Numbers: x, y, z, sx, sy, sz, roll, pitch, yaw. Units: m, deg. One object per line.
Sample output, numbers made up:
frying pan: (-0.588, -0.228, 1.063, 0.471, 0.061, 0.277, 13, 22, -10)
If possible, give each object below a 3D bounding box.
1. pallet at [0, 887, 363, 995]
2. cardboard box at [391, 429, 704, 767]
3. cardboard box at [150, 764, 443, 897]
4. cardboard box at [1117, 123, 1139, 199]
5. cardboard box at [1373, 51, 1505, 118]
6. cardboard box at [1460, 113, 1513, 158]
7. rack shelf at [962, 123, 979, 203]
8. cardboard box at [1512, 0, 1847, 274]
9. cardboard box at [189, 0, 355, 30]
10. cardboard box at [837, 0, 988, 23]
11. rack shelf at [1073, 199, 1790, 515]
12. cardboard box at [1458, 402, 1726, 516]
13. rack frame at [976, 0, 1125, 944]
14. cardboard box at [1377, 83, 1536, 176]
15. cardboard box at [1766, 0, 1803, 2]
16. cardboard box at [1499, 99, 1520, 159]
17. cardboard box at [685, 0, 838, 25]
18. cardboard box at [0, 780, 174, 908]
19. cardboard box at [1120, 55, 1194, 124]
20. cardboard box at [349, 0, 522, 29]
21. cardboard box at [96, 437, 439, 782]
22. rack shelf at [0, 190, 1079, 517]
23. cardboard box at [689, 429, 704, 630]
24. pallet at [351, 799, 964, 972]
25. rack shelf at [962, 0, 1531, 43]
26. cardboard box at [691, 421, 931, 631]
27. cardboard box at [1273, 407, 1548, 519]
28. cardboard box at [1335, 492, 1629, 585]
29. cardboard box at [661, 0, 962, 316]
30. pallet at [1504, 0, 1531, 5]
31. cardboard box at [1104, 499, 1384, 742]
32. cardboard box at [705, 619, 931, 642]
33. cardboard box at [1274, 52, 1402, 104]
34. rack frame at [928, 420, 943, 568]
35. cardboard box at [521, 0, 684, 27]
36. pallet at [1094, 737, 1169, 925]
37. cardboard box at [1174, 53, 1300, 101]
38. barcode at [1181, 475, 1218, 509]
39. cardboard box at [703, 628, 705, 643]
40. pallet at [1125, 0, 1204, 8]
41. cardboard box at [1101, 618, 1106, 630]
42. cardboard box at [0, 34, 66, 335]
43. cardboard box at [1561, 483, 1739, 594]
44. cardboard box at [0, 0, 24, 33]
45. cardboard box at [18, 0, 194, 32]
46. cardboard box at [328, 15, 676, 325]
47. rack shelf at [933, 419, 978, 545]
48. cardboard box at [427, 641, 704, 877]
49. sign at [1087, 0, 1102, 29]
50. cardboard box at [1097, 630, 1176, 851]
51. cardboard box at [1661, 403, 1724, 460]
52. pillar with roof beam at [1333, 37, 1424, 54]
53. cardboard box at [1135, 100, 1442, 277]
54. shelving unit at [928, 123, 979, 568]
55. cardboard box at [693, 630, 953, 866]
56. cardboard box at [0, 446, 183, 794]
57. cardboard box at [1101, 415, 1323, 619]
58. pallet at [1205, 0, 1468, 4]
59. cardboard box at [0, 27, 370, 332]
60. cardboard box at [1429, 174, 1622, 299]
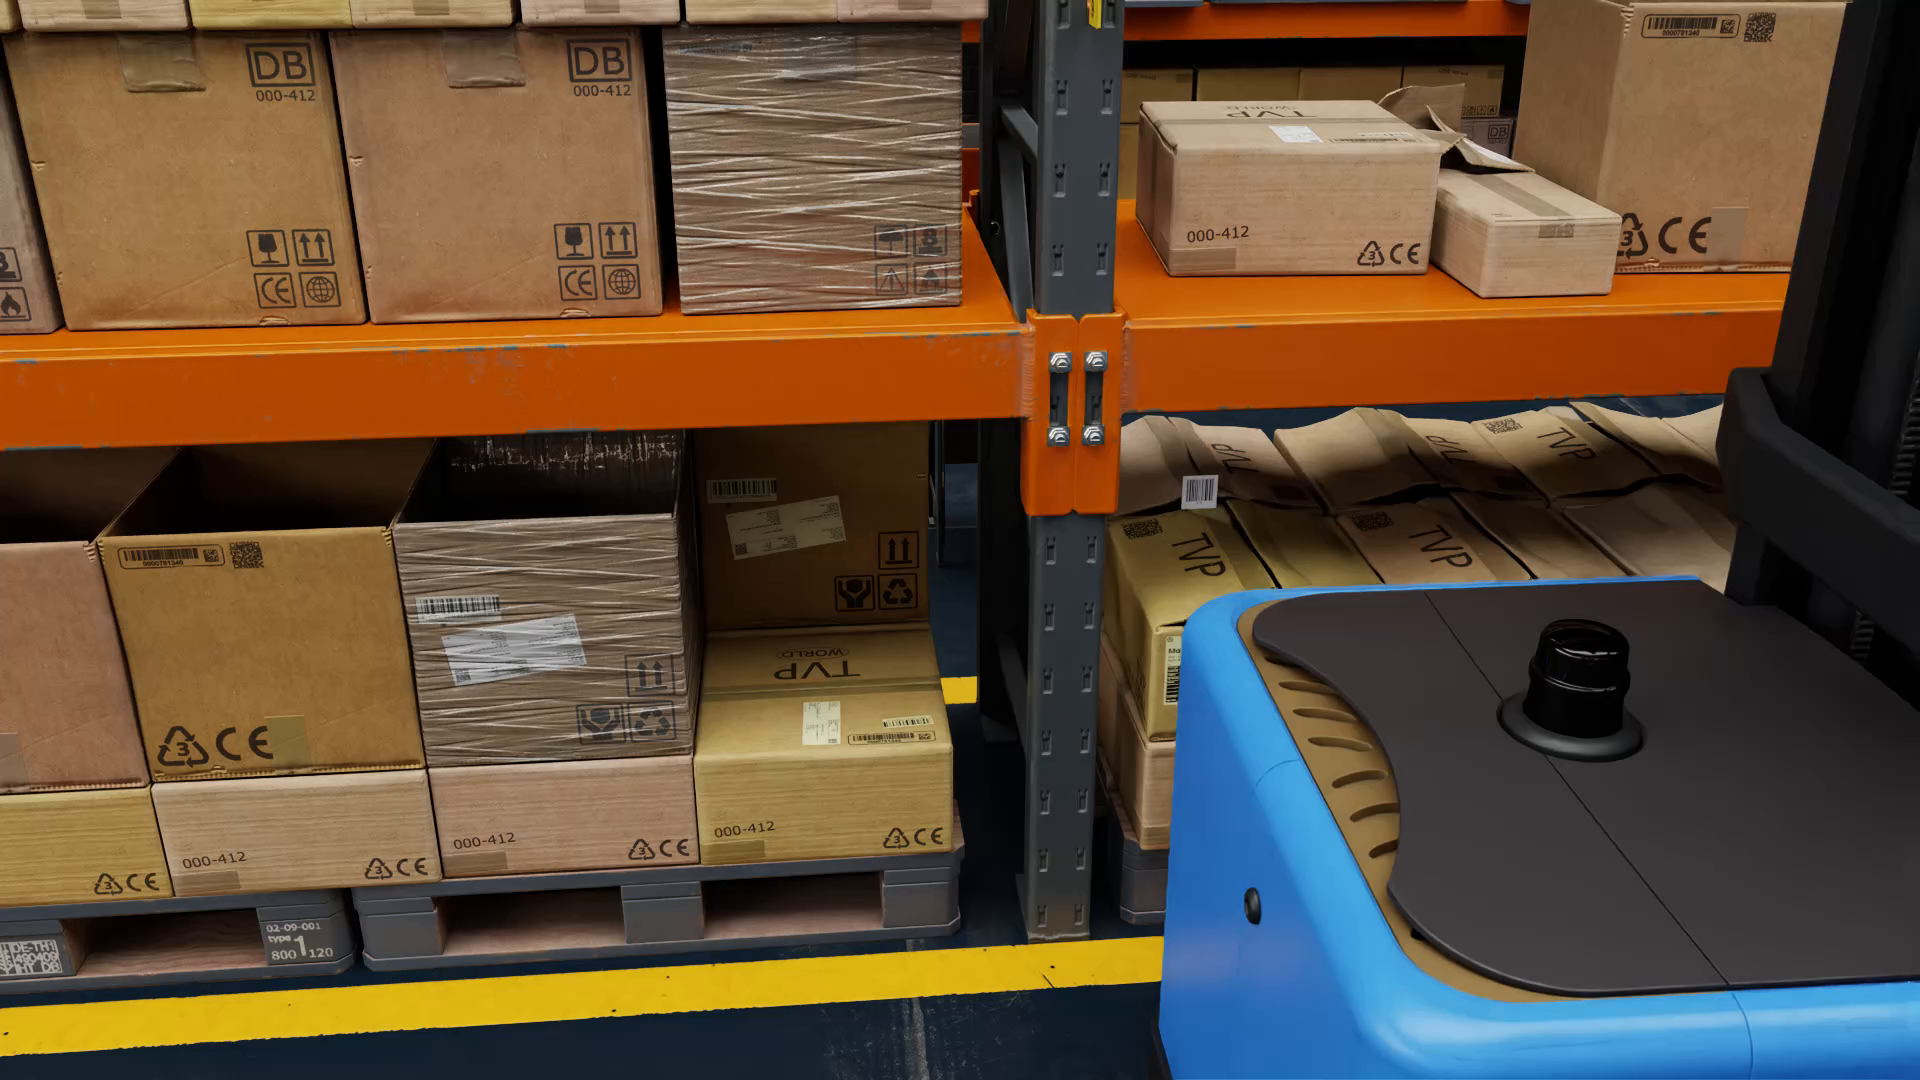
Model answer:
pallet: (-1.859, 0.589, 3.665, 1.213, 0.211, 1.003, -2, 24, -5)
cardboard box: (-0.785, 0.094, 3.291, 0.500, 0.500, 0.500, -2, 24, -5)
cardboard box: (-1.281, 0.463, 3.383, 0.500, 0.250, 0.500, -2, 24, -5)
cardboard box: (0.903, -1.888, 8.341, 0.500, 0.500, 0.700, -3, 24, -6)
cardboard box: (2.359, -2.266, 8.268, 0.500, 0.250, 0.500, -2, 24, -4)
cardboard box: (2.408, -1.947, 8.474, 0.500, 0.500, 0.700, -2, 24, -5)
rack shelf: (0.165, -0.954, 4.844, 0.480, 0.518, 0.431, -2, 24, -5)
cardboard box: (1.444, -0.841, 3.326, 0.500, 0.500, 0.500, -1, 24, -1)
cardboard box: (-1.108, -0.955, 2.783, 0.250, 0.149, 0.380, -2, 24, -5)
cardboard box: (-0.096, -0.995, 2.873, 0.250, 0.149, 0.380, -2, 24, -5)
rack shelf: (2.144, -0.501, 3.570, 4.000, 0.370, 1.077, -2, 24, -5)
cardboard box: (1.543, -0.116, 3.996, 0.500, 0.311, 0.500, -2, 24, -5)
rack frame: (0.154, -0.750, 3.245, 0.127, 3.000, 1.000, -2, 24, -5)
cardboard box: (1.011, -0.798, 3.518, 0.258, 0.266, 0.396, -3, 24, -6)
cardboard box: (1.942, -0.861, 3.371, 0.500, 0.500, 0.500, -2, 24, -5)
cardboard box: (2.933, -1.921, 8.414, 0.500, 0.500, 0.700, -2, 24, -4)
cardboard box: (-0.342, -0.986, 2.853, 0.250, 0.149, 0.380, -3, 24, -6)
cardboard box: (-1.778, 0.483, 3.338, 0.500, 0.250, 0.500, -2, 24, -5)
cardboard box: (0.832, -2.209, 8.139, 0.500, 0.250, 0.500, -3, 24, -6)
cardboard box: (-0.864, -0.963, 2.803, 0.250, 0.149, 0.380, -2, 24, -5)
cardboard box: (-1.282, 0.115, 3.242, 0.500, 0.500, 0.500, -2, 24, -5)
rack shelf: (-1.836, -0.342, 3.211, 4.000, 0.370, 1.077, -2, 24, -5)
cardboard box: (-0.835, -0.113, 3.756, 0.500, 0.500, 0.500, -2, 24, -5)
pallet: (-0.642, 0.539, 3.778, 1.213, 0.211, 1.003, -2, 24, -5)
rack shelf: (1.654, -2.503, 8.075, 4.000, 0.370, 1.077, -2, 24, -5)
cardboard box: (-0.338, -0.136, 3.808, 0.500, 0.500, 0.500, -2, 24, -5)
cardboard box: (1.046, -0.097, 3.953, 0.500, 0.311, 0.500, -2, 24, -4)
cardboard box: (1.088, 0.125, 3.455, 0.500, 0.311, 0.500, -3, 24, -6)
cardboard box: (-0.287, -0.776, 3.179, 0.500, 0.500, 0.700, -3, 24, -7)
pallet: (2.945, -2.753, 7.986, 1.003, 0.211, 1.213, -2, 24, -5)
cardboard box: (0.590, 0.142, 3.414, 0.500, 0.311, 0.500, -2, 24, -5)
cardboard box: (-0.337, 0.210, 3.952, 0.500, 0.250, 0.500, -2, 24, -5)
cardboard box: (1.848, -2.244, 8.217, 0.500, 0.250, 0.500, -2, 24, -5)
rack frame: (-0.078, -0.956, 4.816, 0.015, 2.100, 0.400, -2, 24, -5)
cardboard box: (-0.602, -0.974, 2.827, 0.250, 0.149, 0.380, -3, 24, -7)
pallet: (0.883, 0.479, 3.913, 1.213, 0.211, 1.003, -2, 24, -5)
cardboard box: (1.349, -2.231, 8.189, 0.500, 0.250, 0.500, -3, 24, -7)
barcode: (0.449, -0.090, 3.112, 0.075, 0.075, 0.001, -2, 24, -5)
cardboard box: (-0.836, 0.228, 3.911, 0.500, 0.250, 0.500, -2, 24, -5)
pallet: (0.438, -2.636, 7.724, 1.213, 0.211, 1.003, -2, 24, -5)
cardboard box: (0.538, 0.181, 4.019, 0.500, 0.250, 0.500, -3, 24, -6)
cardboard box: (-1.821, -0.712, 3.037, 0.500, 0.500, 0.700, -2, 24, -4)
cardboard box: (1.603, 0.103, 3.502, 0.500, 0.311, 0.500, -3, 24, -7)
cardboard box: (-1.623, -0.933, 2.734, 0.250, 0.149, 0.380, -2, 24, -3)
cardboard box: (-1.359, -0.945, 2.761, 0.250, 0.149, 0.380, -2, 24, -4)
cardboard box: (-0.811, -0.752, 3.125, 0.500, 0.500, 0.700, -3, 24, -6)
rack shelf: (0.165, -0.314, 5.128, 0.480, 0.518, 0.431, -2, 24, -5)
cardboard box: (-0.785, 0.437, 3.441, 0.500, 0.250, 0.500, -2, 24, -5)
sign: (0.210, -0.958, 2.548, 0.005, 0.325, 0.100, -2, 24, -5)
cardboard box: (0.580, 0.399, 3.529, 0.500, 0.250, 0.500, -3, 24, -6)
cardboard box: (2.043, -0.135, 4.038, 0.500, 0.311, 0.500, -3, 24, -6)
pillar with roof beam: (2.688, -4.211, 3.645, 0.400, 9.000, 9.100, -2, 24, -5)
cardboard box: (0.640, -0.719, 3.359, 0.500, 0.250, 0.500, -1, 24, -2)
shelving unit: (0.165, -0.966, 4.838, 0.503, 2.100, 0.431, -2, 24, -5)
cardboard box: (-0.286, 0.421, 3.477, 0.500, 0.250, 0.500, -2, 24, -5)
cardboard box: (-1.778, 0.141, 3.184, 0.500, 0.500, 0.500, -2, 24, -5)
cardboard box: (0.529, -0.074, 3.901, 0.500, 0.311, 0.500, -2, 24, -5)
pallet: (1.678, -2.729, 7.932, 1.213, 0.211, 1.003, -2, 24, -5)
cardboard box: (-1.311, -0.733, 3.084, 0.500, 0.500, 0.700, -2, 24, -4)
cardboard box: (1.056, -0.588, 3.189, 0.250, 0.149, 0.380, -2, 24, -5)
